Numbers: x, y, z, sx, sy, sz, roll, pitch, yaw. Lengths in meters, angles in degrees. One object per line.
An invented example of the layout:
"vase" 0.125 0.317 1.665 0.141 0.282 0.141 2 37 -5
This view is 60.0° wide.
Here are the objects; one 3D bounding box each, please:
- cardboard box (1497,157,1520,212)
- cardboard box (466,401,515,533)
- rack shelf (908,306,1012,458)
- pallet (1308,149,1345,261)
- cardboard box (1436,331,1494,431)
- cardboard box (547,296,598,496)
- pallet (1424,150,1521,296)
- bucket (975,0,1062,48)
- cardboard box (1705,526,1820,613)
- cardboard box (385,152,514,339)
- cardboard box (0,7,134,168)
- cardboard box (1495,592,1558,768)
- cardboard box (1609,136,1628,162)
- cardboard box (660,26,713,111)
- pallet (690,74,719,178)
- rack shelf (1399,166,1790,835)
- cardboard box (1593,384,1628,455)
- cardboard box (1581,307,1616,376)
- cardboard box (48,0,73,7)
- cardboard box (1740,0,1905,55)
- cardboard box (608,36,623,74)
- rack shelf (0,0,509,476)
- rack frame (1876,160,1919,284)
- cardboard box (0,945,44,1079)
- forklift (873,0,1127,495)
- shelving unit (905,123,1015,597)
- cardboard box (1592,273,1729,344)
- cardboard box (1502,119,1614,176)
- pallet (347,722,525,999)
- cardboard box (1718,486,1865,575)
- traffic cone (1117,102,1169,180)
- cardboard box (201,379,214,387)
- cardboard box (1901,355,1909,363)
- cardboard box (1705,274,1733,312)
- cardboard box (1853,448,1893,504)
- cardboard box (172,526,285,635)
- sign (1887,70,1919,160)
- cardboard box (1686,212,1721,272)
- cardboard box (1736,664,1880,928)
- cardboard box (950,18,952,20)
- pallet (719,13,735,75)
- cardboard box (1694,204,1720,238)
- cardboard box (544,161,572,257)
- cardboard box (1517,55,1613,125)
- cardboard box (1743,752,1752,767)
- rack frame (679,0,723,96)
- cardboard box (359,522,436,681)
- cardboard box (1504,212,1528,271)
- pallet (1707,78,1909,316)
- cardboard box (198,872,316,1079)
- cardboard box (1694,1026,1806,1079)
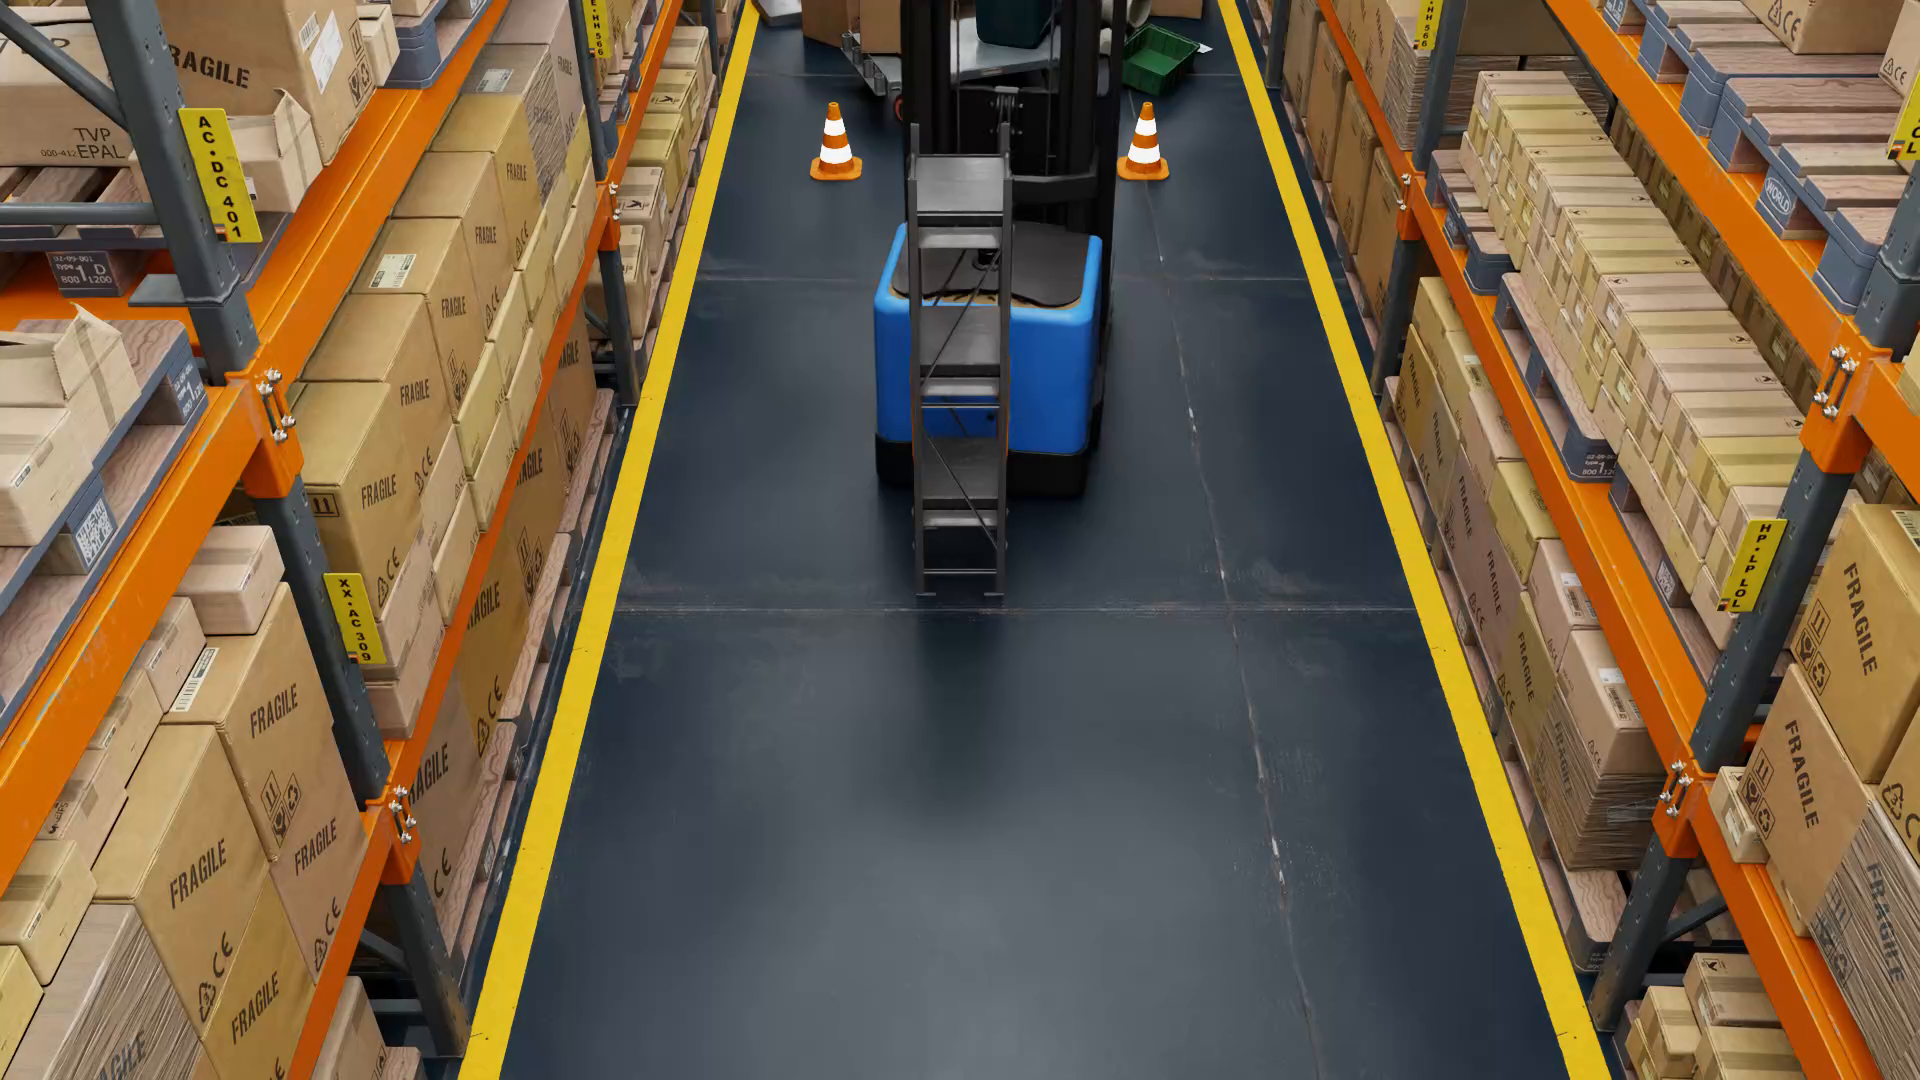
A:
"cardboard box" 2.535 -1.523 7.124 0.380 0.149 0.250 -1 39 -1
"cardboard box" -1.939 -0.272 6.057 0.500 0.250 0.500 0 39 0
"rack shelf" 0.000 -0.705 7.218 0.431 0.518 0.480 0 39 0
"pallet" 2.805 -2.146 10.504 1.003 0.211 1.213 0 39 0
"cardboard box" 2.489 -0.712 7.549 0.500 0.250 0.500 0 39 -1
"cardboard box" -2.303 -0.816 7.978 0.875 0.875 0.875 0 39 0
"pallet" 2.837 -1.459 7.571 1.213 0.211 1.003 0 39 0
"bucket" 0.419 -3.880 11.841 0.726 0.611 0.620 13 50 15
"cardboard box" 2.536 0.091 5.110 0.380 0.149 0.250 1 39 1
"cardboard box" -1.962 -1.071 6.054 0.500 0.500 0.500 -1 39 -1
"cardboard box" -2.427 -1.262 4.509 0.500 0.311 0.500 0 39 0
"cardboard box" 2.481 0.550 6.574 0.500 0.500 0.500 -1 39 -1
"cardboard box" 3.190 -1.737 7.630 0.380 0.149 0.250 1 39 1
"cardboard box" -2.222 -3.225 11.386 0.950 0.372 0.625 0 39 1
"pallet" -2.223 -2.839 11.370 1.003 0.211 1.213 0 39 0
"rack shelf" 2.732 -0.448 6.731 1.077 0.370 4.000 0 39 0
"cardboard box" 2.530 -0.441 6.013 0.380 0.149 0.250 -2 39 -2
"cardboard box" 2.531 -0.733 6.139 0.380 0.149 0.250 0 39 0
"cardboard box" -6.858 -3.802 12.204 0.500 0.250 0.500 0 39 0
"cardboard box" 2.864 -1.819 5.050 0.797 0.503 0.637 -1 39 -1
"cardboard box" -1.956 -2.530 8.619 0.380 0.149 0.250 -2 39 -3
"rack shelf" -2.218 -1.552 5.710 1.077 0.370 4.000 0 39 0
"rack frame" 2.734 -1.819 3.070 1.000 3.000 0.127 0 39 0
"cardboard box" -1.959 0.898 3.078 0.380 0.149 0.250 -1 39 -1
"forklift" 0.287 -2.281 8.498 1.130 2.935 3.031 5 39 6
"shelving unit" 0.000 -0.716 7.210 0.431 2.100 0.503 0 39 0
"cardboard box" 2.538 -0.842 6.037 0.380 0.149 0.250 -2 39 -2
"cardboard box" 2.535 -1.667 7.066 0.380 0.149 0.250 0 39 0
"pallet" -2.292 1.194 6.337 1.003 0.211 1.213 0 39 0
"cardboard box" 2.538 -0.027 5.020 0.380 0.149 0.250 2 39 2
"traffic cone" 1.216 -2.651 10.934 0.336 0.463 0.334 0 39 0
"cardboard box" -2.475 -0.443 5.271 0.500 0.500 0.500 1 39 1
"cardboard box" 3.192 -0.514 5.627 0.380 0.149 0.250 -1 39 -1
"cardboard box" 3.186 -0.935 6.629 0.380 0.149 0.250 1 39 1
"cardboard box" 3.190 -0.230 5.511 0.380 0.149 0.250 1 39 1
"cardboard box" -1.897 0.099 4.076 0.380 0.149 0.250 -1 39 -1
"sign" 2.179 -1.002 3.720 0.100 0.325 0.005 0 39 0
"cardboard box" 3.188 -1.209 6.733 0.380 0.149 0.250 0 39 0
"cardboard box" 2.483 0.677 4.435 0.500 0.500 0.500 -1 39 -1
"cardboard box" -0.080 -3.858 12.598 0.258 0.266 0.396 -28 46 -30
"pallet" -2.261 -3.746 12.501 1.003 0.211 1.213 0 39 0
"cardboard box" 3.185 -1.333 6.649 0.380 0.149 0.250 0 39 0
"cardboard box" -1.962 -1.426 7.097 0.500 0.250 0.500 -1 39 -1
"cardboard box" 2.999 -2.300 8.387 0.500 0.500 0.500 0 39 0
"cardboard box" 2.997 0.578 5.939 0.500 0.250 0.500 -2 39 -2
"rack frame" -2.225 -4.414 11.105 1.000 3.000 0.127 0 39 0
"cardboard box" -1.934 0.177 5.097 0.500 0.250 0.500 -1 39 -1
"cardboard box" 2.531 -1.260 7.035 0.380 0.149 0.250 2 39 2
"pallet" 2.840 -0.962 4.548 1.213 0.211 1.003 0 39 0
"cardboard box" -1.954 1.161 4.068 0.500 0.500 0.500 -1 39 -1
"cardboard box" 2.468 1.626 5.036 0.380 0.149 0.250 2 39 2
